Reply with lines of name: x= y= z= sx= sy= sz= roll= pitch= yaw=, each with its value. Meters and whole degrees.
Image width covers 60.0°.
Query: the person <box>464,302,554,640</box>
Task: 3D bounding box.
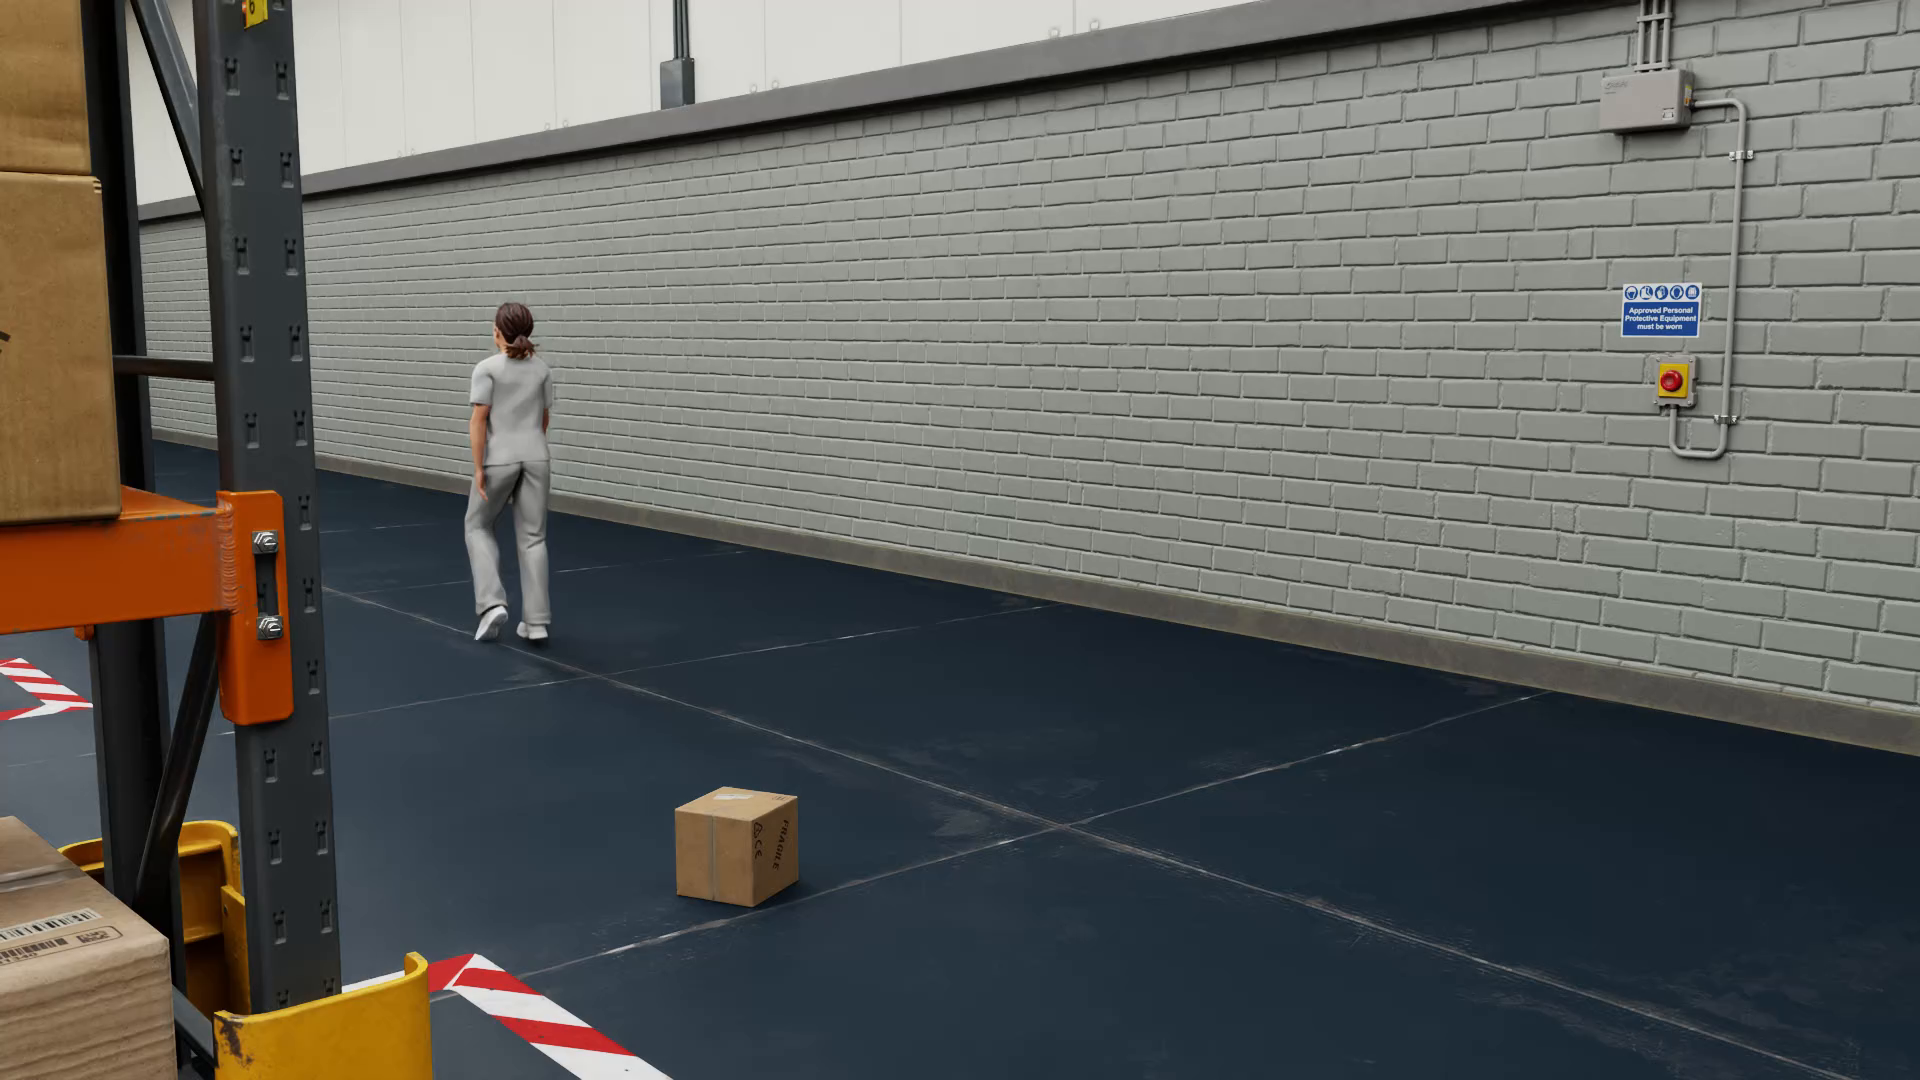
person: x=-2.220 y=-0.315 z=8.254 sx=0.447 sy=1.712 sz=0.544 roll=-5 pitch=9 yaw=-31
